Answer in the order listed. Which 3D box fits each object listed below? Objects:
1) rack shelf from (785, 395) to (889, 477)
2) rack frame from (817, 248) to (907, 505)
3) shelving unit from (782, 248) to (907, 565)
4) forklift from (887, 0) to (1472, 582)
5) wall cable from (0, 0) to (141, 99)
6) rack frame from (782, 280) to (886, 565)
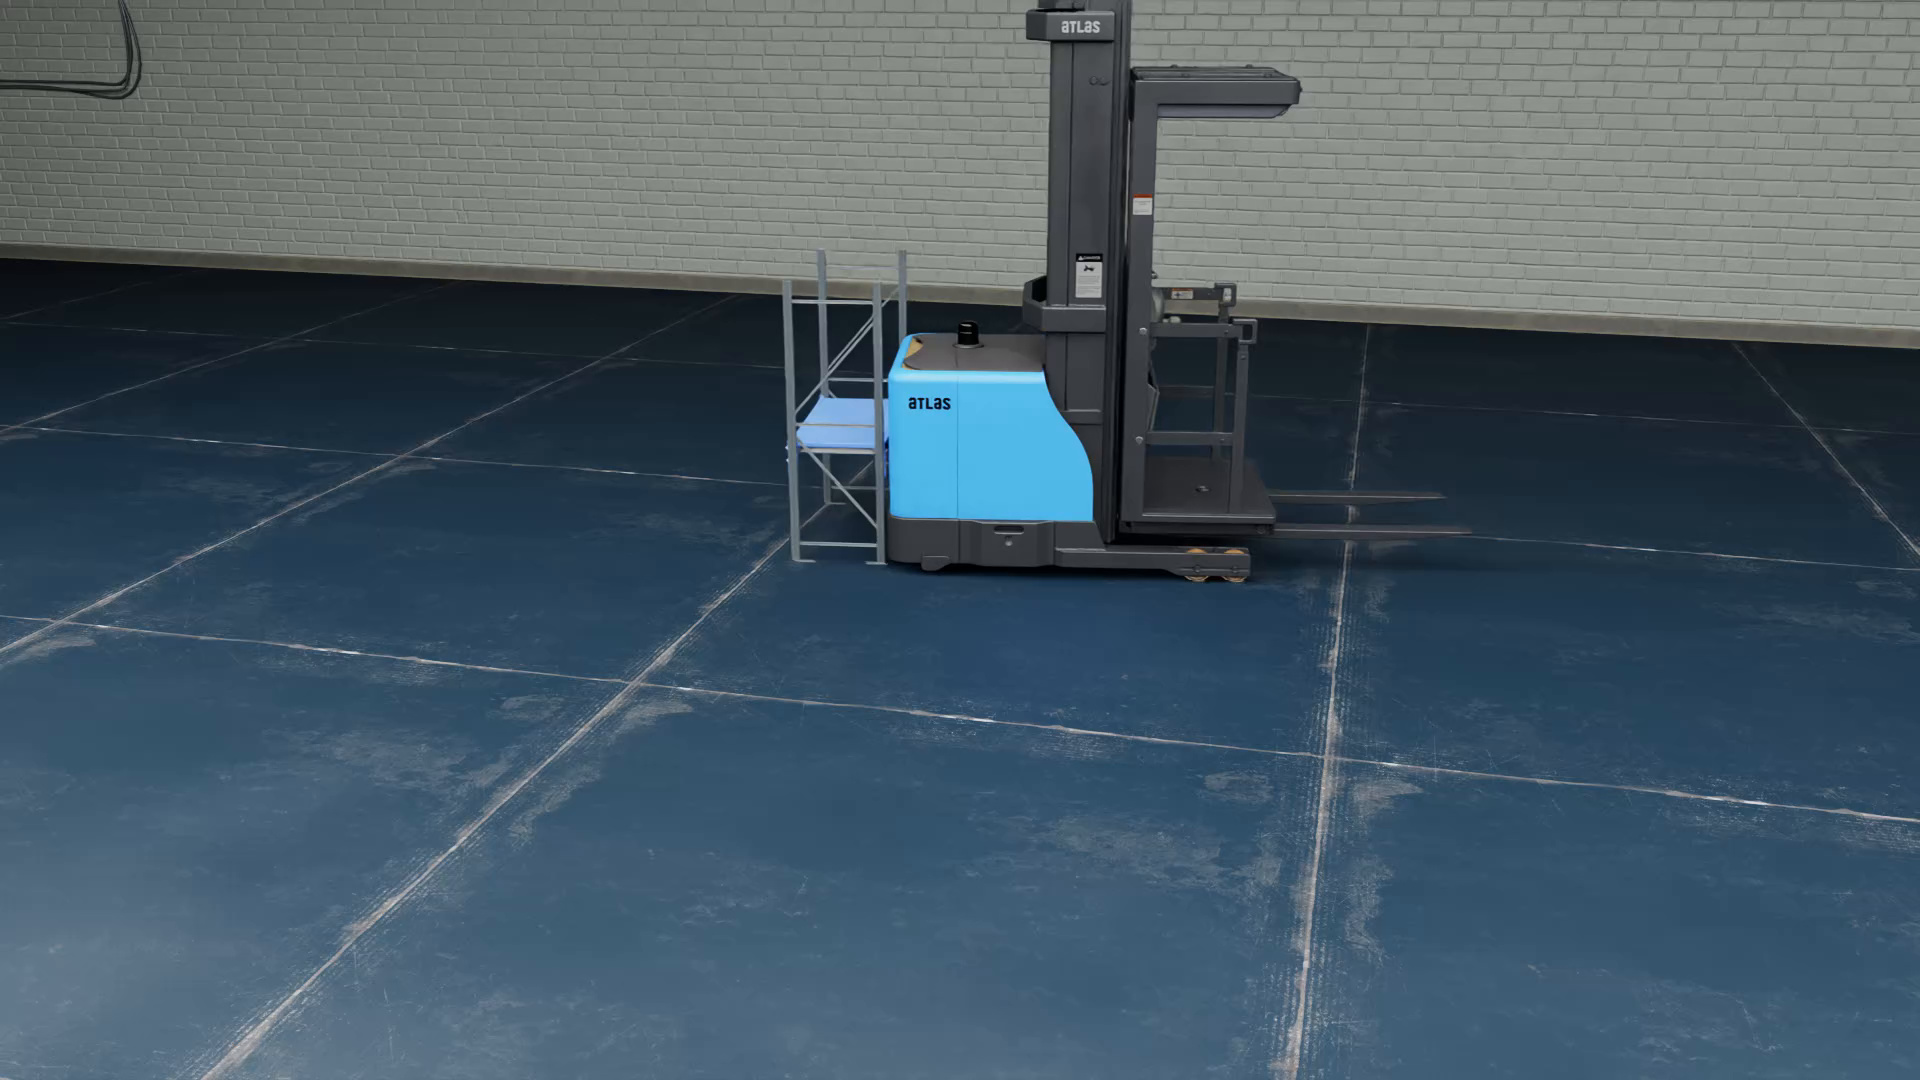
[{"bbox_3d":[-0.597,-0.582,9.129,0.538,0.185,1.000,2,19,5],"label":"rack shelf"},{"bbox_3d":[-0.551,-0.916,9.550,0.500,1.500,0.032,2,19,5],"label":"rack frame"},{"bbox_3d":[-0.597,-0.753,9.071,0.538,1.500,1.048,2,19,5],"label":"shelving unit"},{"bbox_3d":[1.158,-1.346,8.594,3.031,2.935,1.130,1,19,3],"label":"forklift"},{"bbox_3d":[-9.920,-5.830,17.137,3.097,2.526,0.112,5,19,13],"label":"wall cable"},{"bbox_3d":[-0.644,-0.589,8.592,0.500,1.500,0.032,2,19,5],"label":"rack frame"}]
